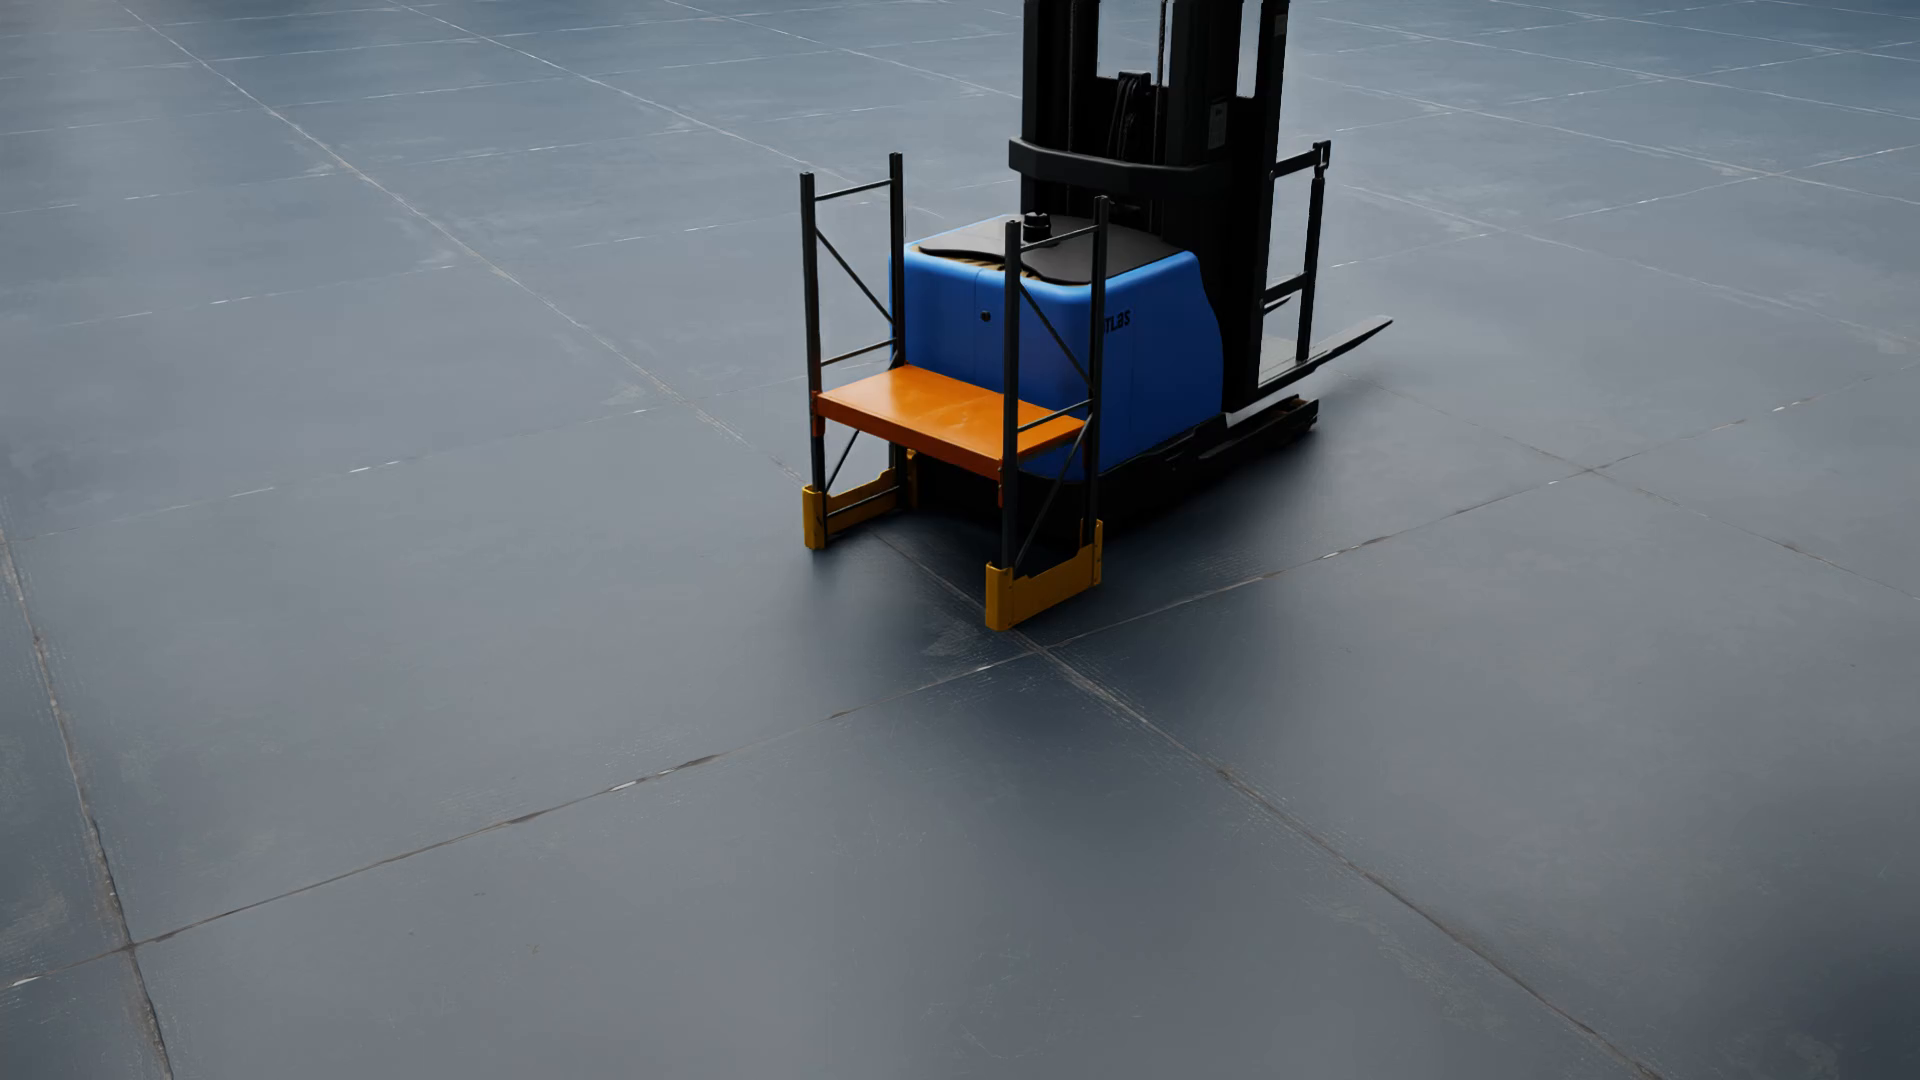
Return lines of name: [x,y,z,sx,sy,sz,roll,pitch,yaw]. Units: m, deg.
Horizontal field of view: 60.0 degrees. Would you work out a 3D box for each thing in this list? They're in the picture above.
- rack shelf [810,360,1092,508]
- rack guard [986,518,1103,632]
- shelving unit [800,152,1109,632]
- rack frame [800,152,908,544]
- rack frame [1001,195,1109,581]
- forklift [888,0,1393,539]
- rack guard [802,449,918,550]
rack shelf: [-0.036,-0.423,6.312,1.000,0.185,0.538,22,33,39]
rack guard: [0.318,0.123,6.196,0.087,0.250,0.587,22,33,39]
shelving unit: [-0.042,-0.589,6.240,1.083,1.500,0.587,22,33,39]
rack frame: [-0.404,-0.736,6.552,0.032,1.500,0.500,22,33,39]
rack frame: [0.332,-0.436,5.917,0.032,1.500,0.500,22,33,39]
forklift: [1.031,-1.883,7.306,1.130,2.935,3.031,20,32,36]
rack guard: [-0.403,-0.170,6.818,0.087,0.250,0.587,22,33,39]
